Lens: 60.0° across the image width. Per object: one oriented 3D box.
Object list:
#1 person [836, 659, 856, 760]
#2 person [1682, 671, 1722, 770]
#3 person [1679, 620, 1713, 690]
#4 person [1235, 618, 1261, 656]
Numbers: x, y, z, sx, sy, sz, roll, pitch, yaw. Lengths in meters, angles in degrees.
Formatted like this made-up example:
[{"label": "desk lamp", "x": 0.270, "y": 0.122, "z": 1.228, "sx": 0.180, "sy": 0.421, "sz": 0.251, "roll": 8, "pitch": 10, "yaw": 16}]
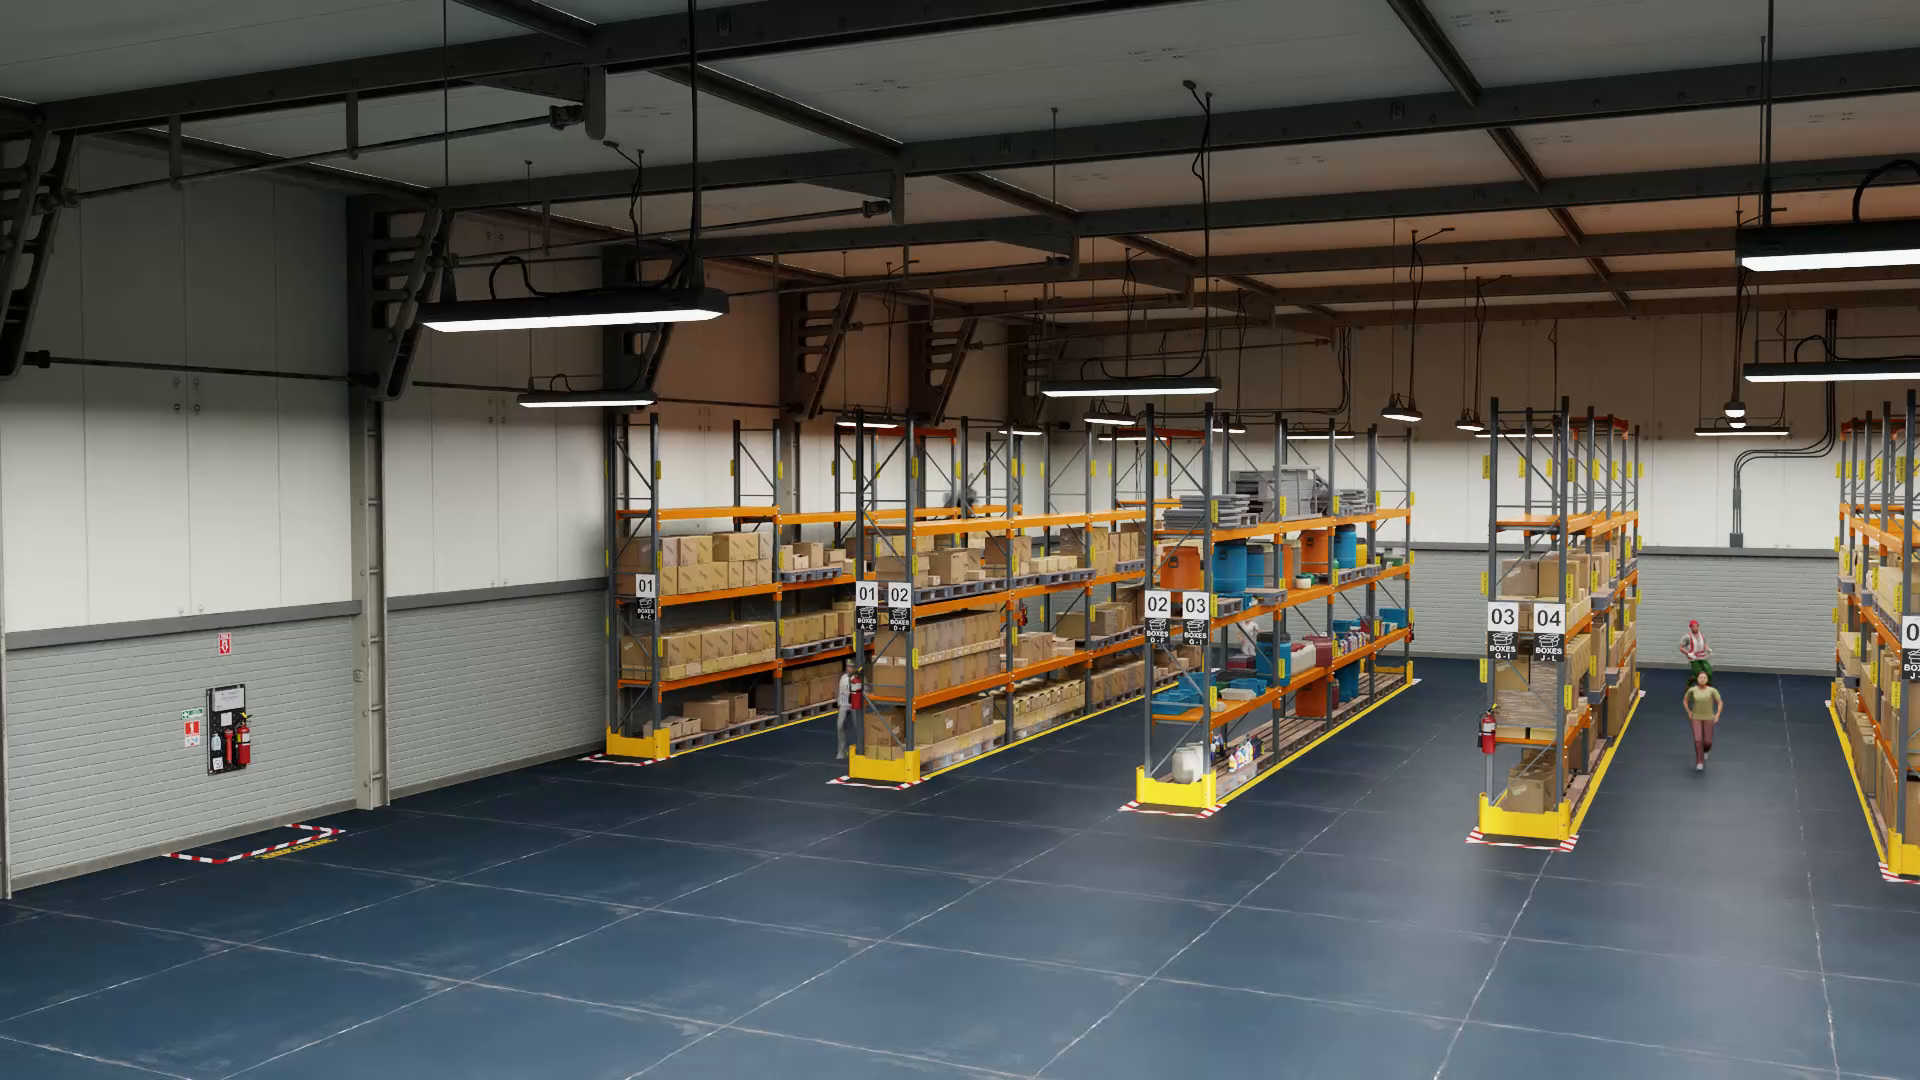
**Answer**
[{"label": "person", "x": -1.903, "y": 2.936, "z": 28.979, "sx": 0.584, "sy": 1.753, "sz": 0.764, "roll": 1, "pitch": 3, "yaw": 22}, {"label": "person", "x": 12.488, "y": 3.010, "z": 27.982, "sx": 0.615, "sy": 1.633, "sz": 0.637, "roll": 1, "pitch": 3, "yaw": 22}, {"label": "person", "x": 16.219, "y": 2.617, "z": 36.661, "sx": 0.666, "sy": 1.707, "sz": 0.579, "roll": 0, "pitch": 2, "yaw": -11}, {"label": "person", "x": 6.842, "y": 2.521, "z": 39.512, "sx": 0.598, "sy": 1.624, "sz": 0.521, "roll": 0, "pitch": 2, "yaw": 11}]
